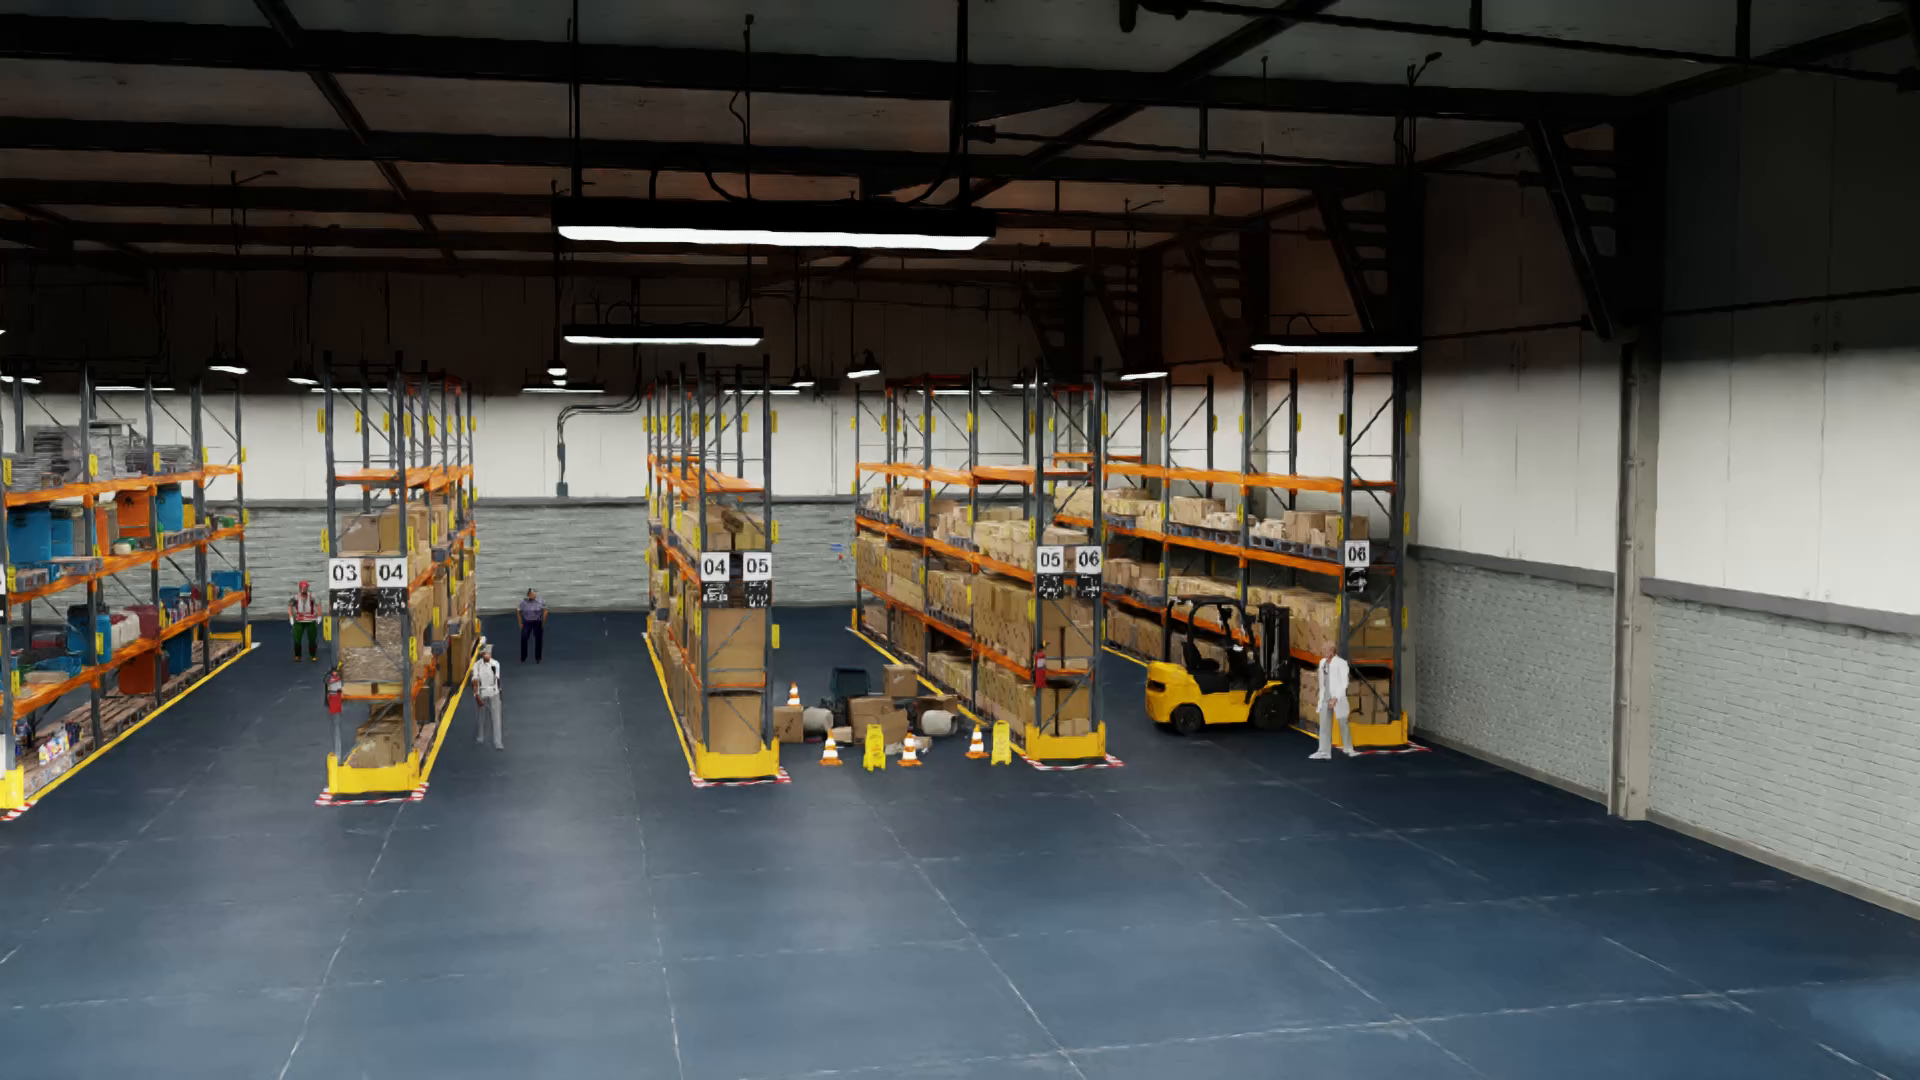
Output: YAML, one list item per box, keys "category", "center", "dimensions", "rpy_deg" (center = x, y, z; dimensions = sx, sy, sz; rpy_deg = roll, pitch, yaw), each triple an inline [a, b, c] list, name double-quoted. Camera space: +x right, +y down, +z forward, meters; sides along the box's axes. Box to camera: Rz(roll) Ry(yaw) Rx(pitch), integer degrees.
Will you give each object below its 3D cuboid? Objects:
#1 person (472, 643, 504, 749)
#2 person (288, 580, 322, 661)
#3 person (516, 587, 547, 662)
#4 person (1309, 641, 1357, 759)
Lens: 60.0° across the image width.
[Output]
- category: "person"
  center: [-7.310, 2.389, 25.680]
  dimensions: [0.448, 1.623, 0.997]
  rpy_deg: [-2, 4, -22]
- category: "person"
  center: [-13.812, 1.702, 35.065]
  dimensions: [0.678, 1.740, 0.542]
  rpy_deg: [-1, 4, -15]
- category: "person"
  center: [-9.013, 1.779, 35.002]
  dimensions: [0.625, 1.596, 0.510]
  rpy_deg: [-1, 4, -15]
- category: "person"
  center: [5.604, 2.397, 24.918]
  dimensions: [0.768, 1.750, 0.604]
  rpy_deg: [-4, 5, -42]
